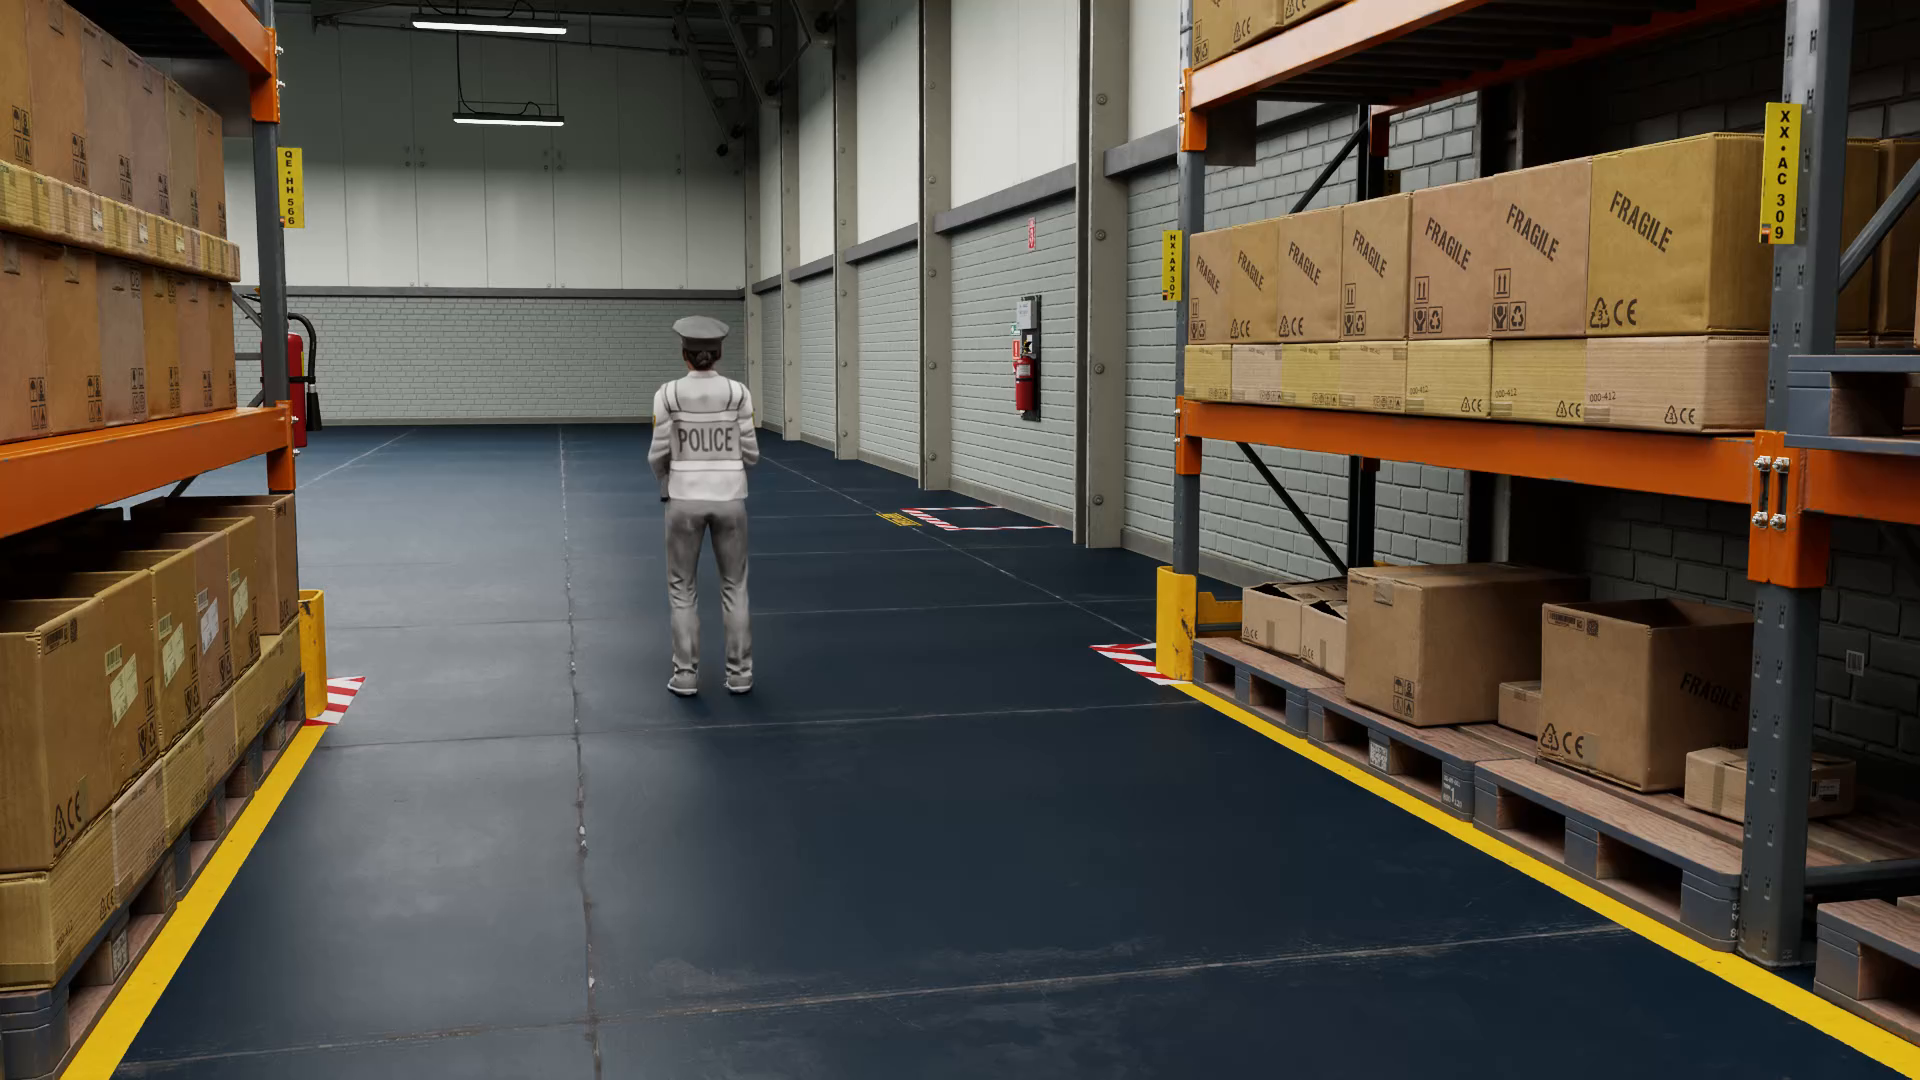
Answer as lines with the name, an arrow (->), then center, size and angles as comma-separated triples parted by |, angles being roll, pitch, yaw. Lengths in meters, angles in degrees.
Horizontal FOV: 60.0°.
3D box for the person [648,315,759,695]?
person -> -1.157, -0.160, 7.499 | 0.489, 1.691, 0.489 | -2, 6, -14
